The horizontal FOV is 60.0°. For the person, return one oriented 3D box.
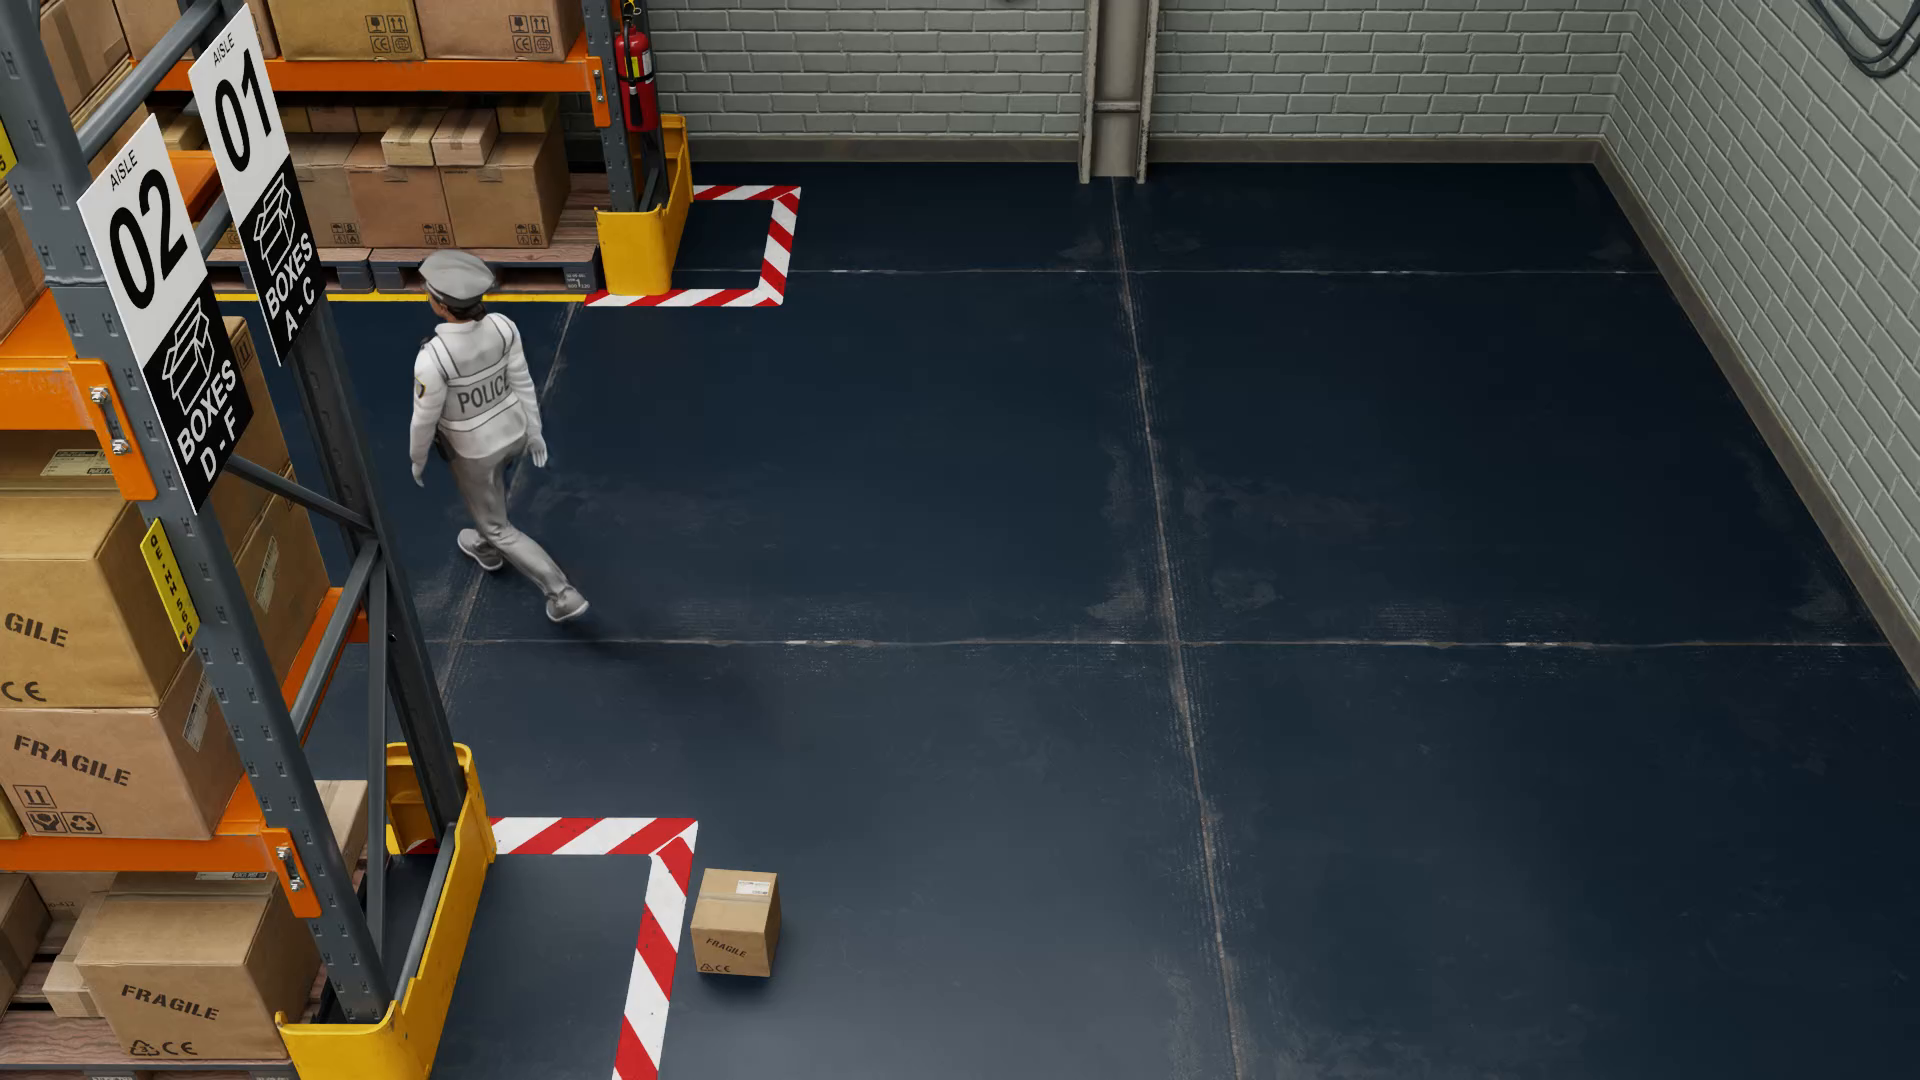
[{"bbox_3d":[-1.908,-0.391,6.596,0.932,1.638,0.494,26,46,27],"label":"person"}]
